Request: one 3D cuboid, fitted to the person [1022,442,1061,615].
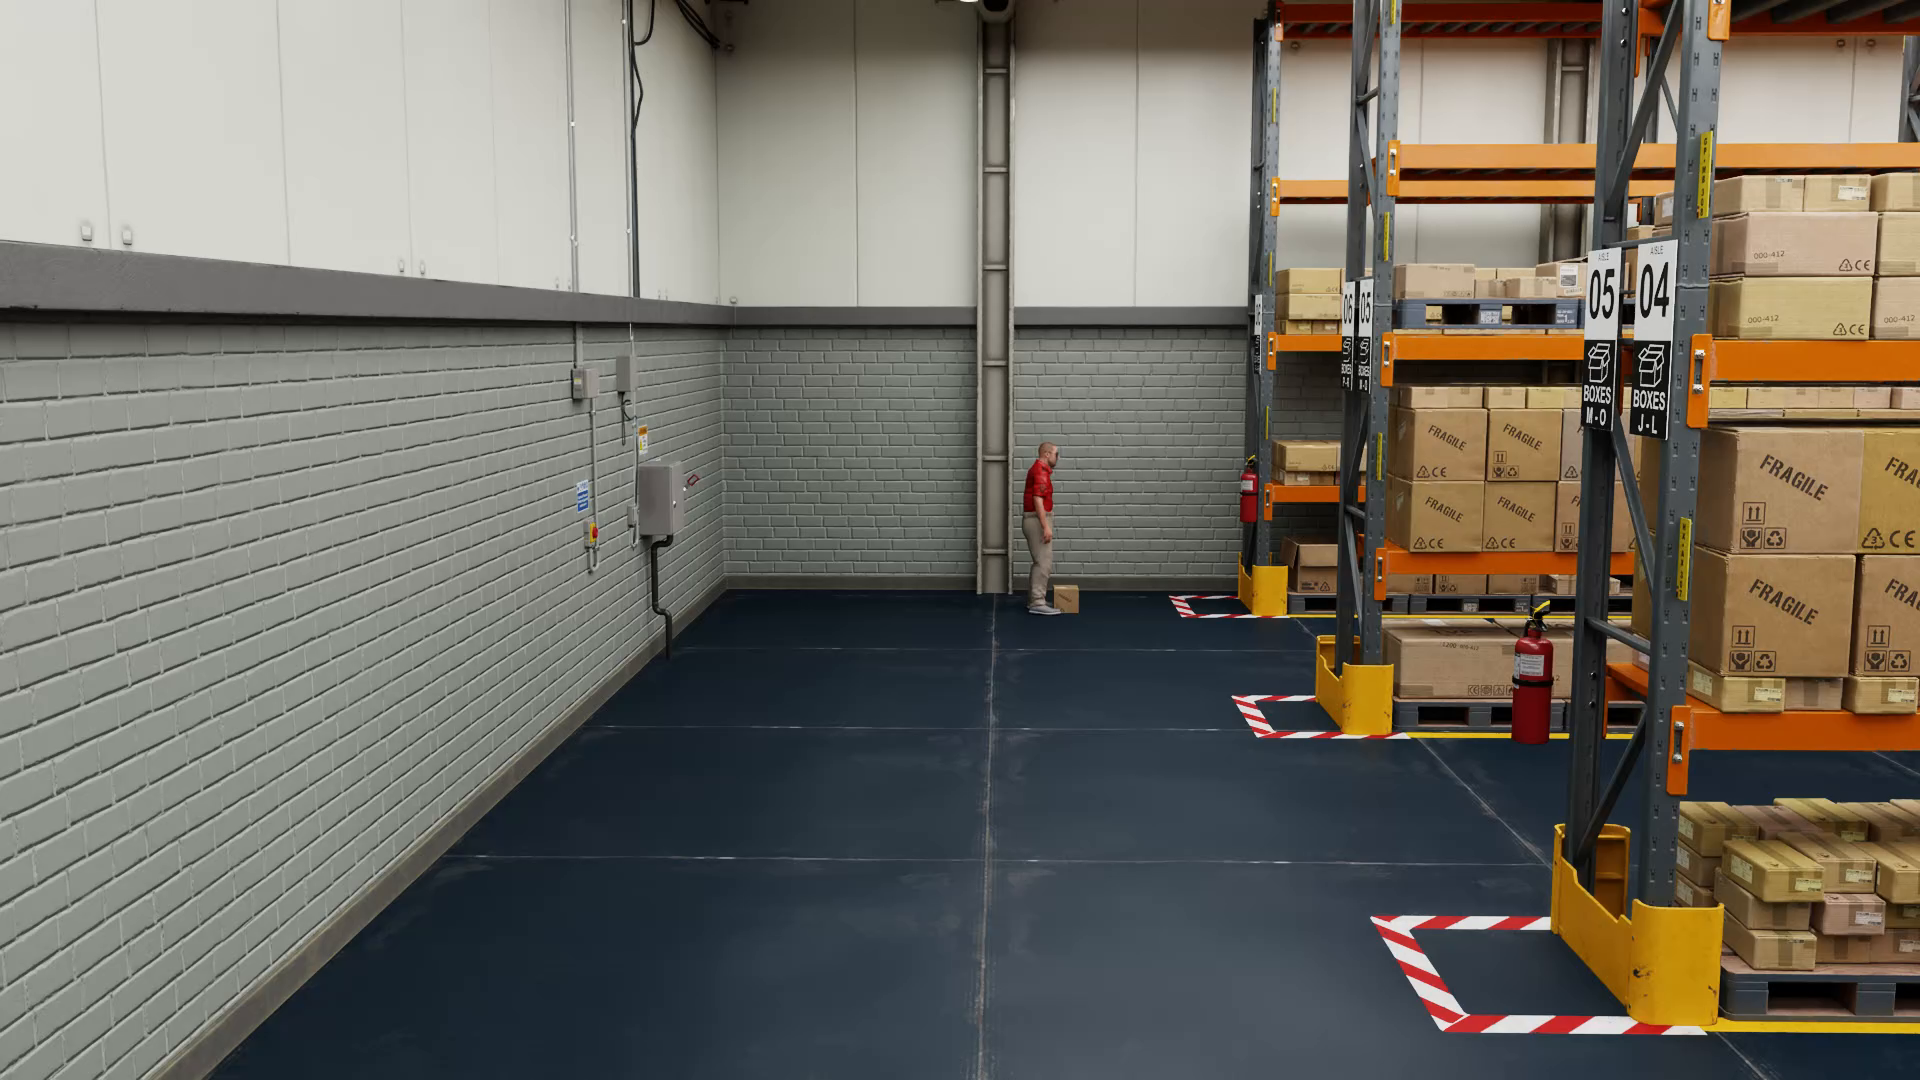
[{"bbox_3d":[0.823,-0.132,16.870,0.384,1.727,0.597,0,7,0],"label":"person"}]
